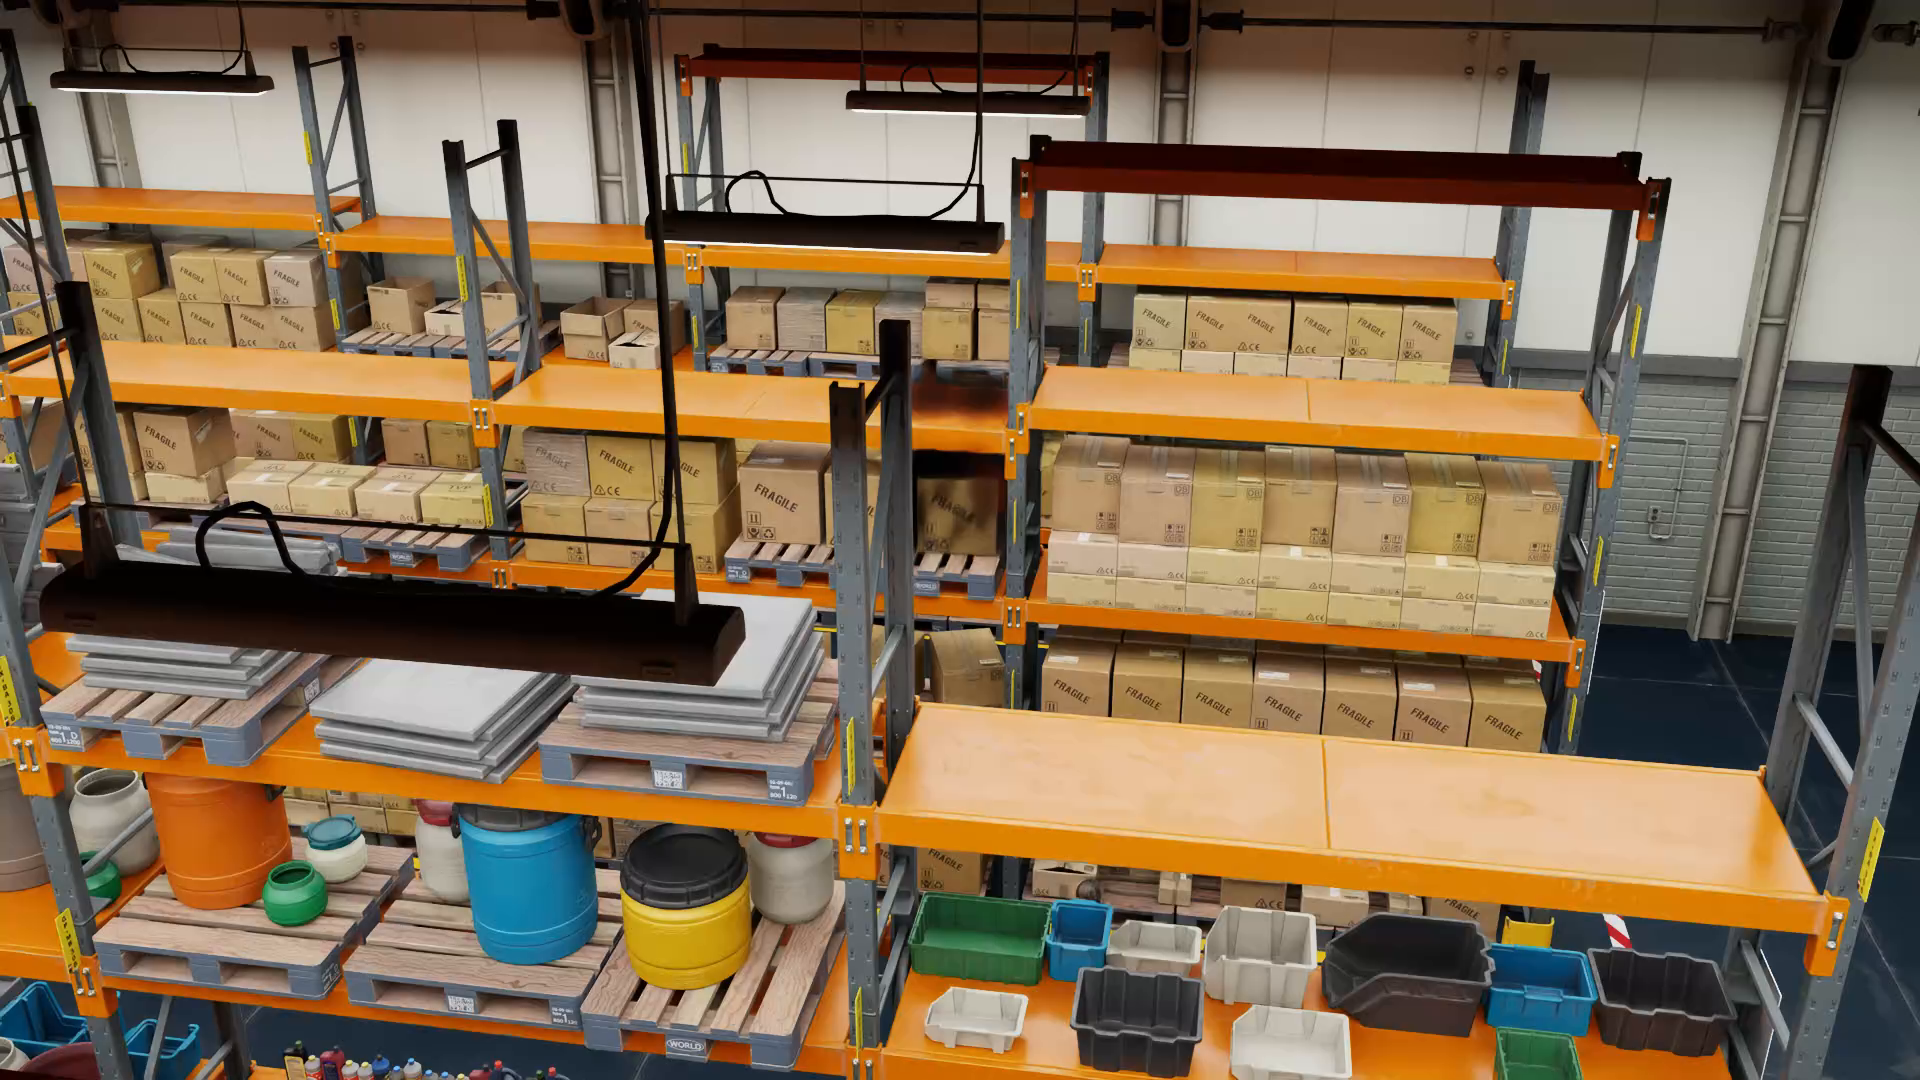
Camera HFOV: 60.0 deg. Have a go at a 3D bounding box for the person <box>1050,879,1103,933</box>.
[{"bbox_3d":[0.789,2.941,11.291,0.952,1.573,0.474,2,23,4],"label":"person"}]
